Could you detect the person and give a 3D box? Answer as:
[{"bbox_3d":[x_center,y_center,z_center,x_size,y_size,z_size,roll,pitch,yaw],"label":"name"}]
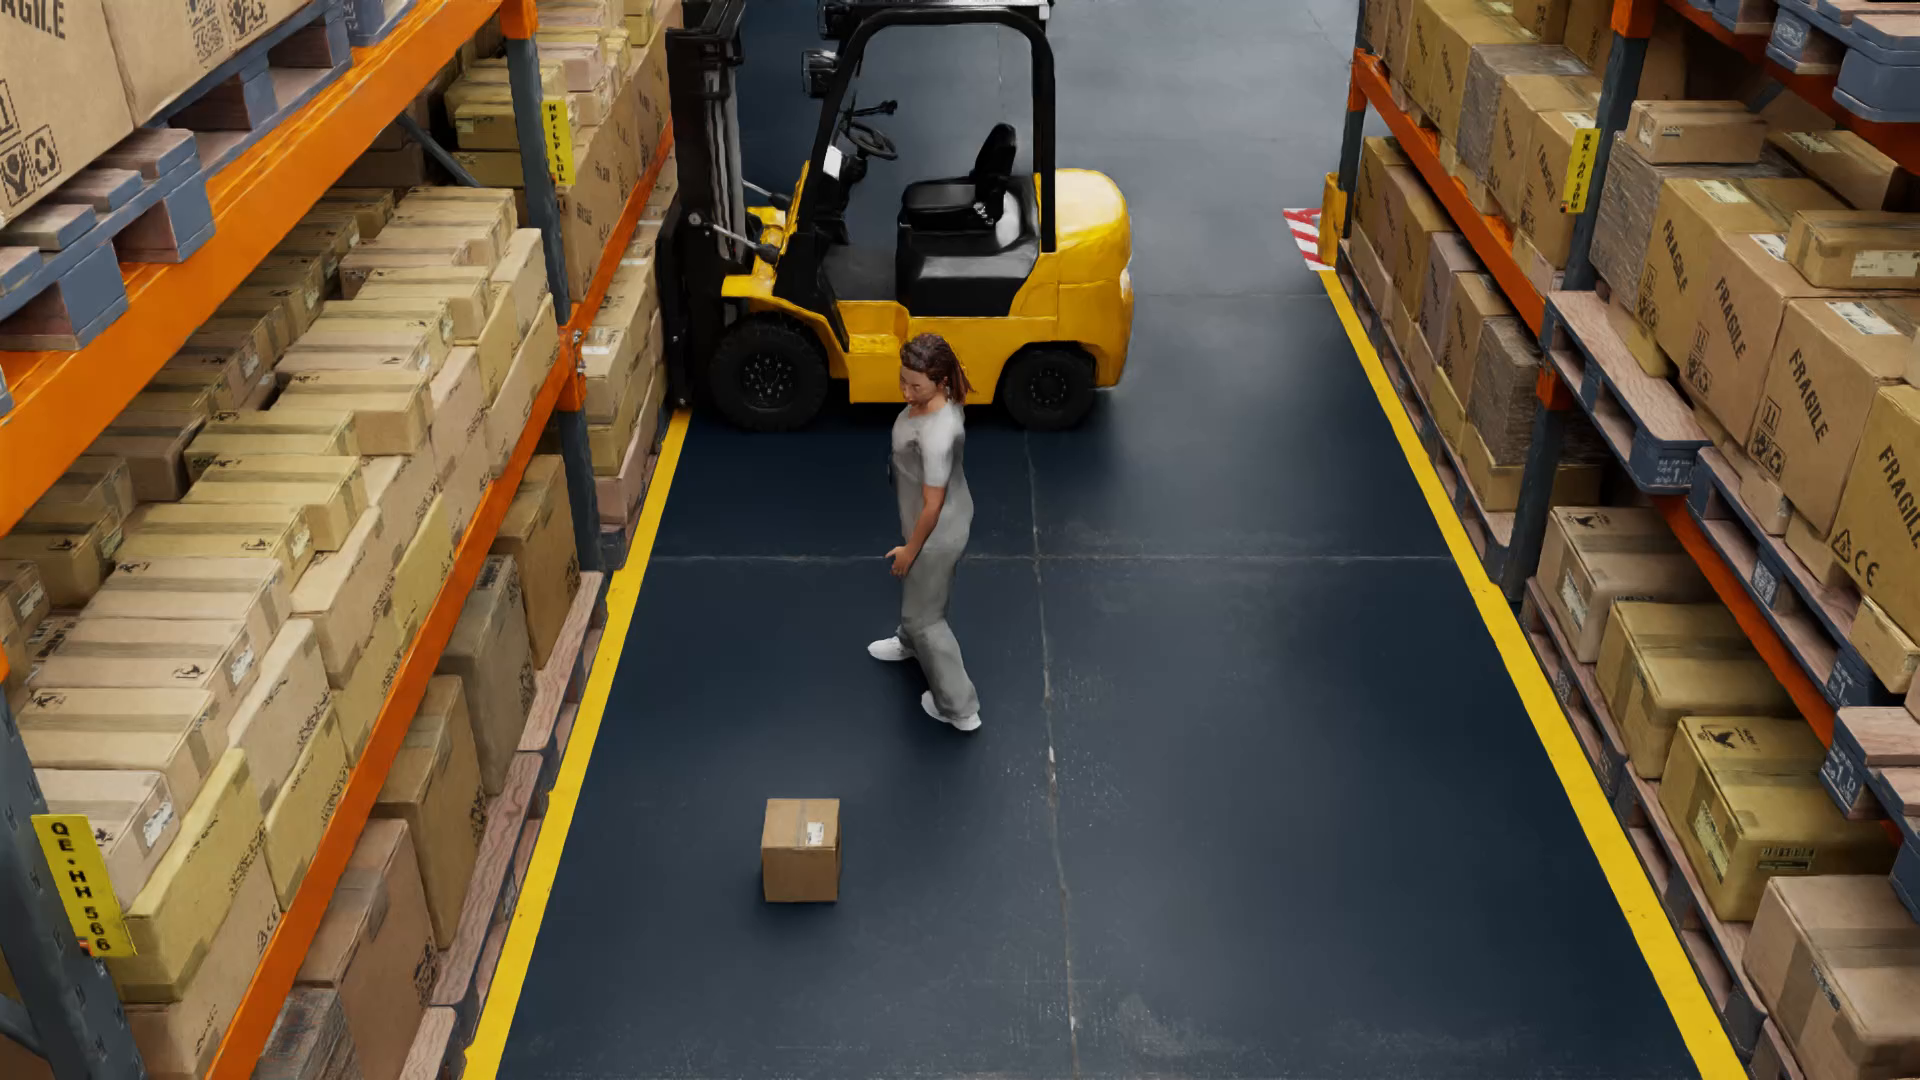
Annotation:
[{"bbox_3d":[-0.151,-0.076,6.285,0.538,1.663,0.598,5,32,8],"label":"person"}]
